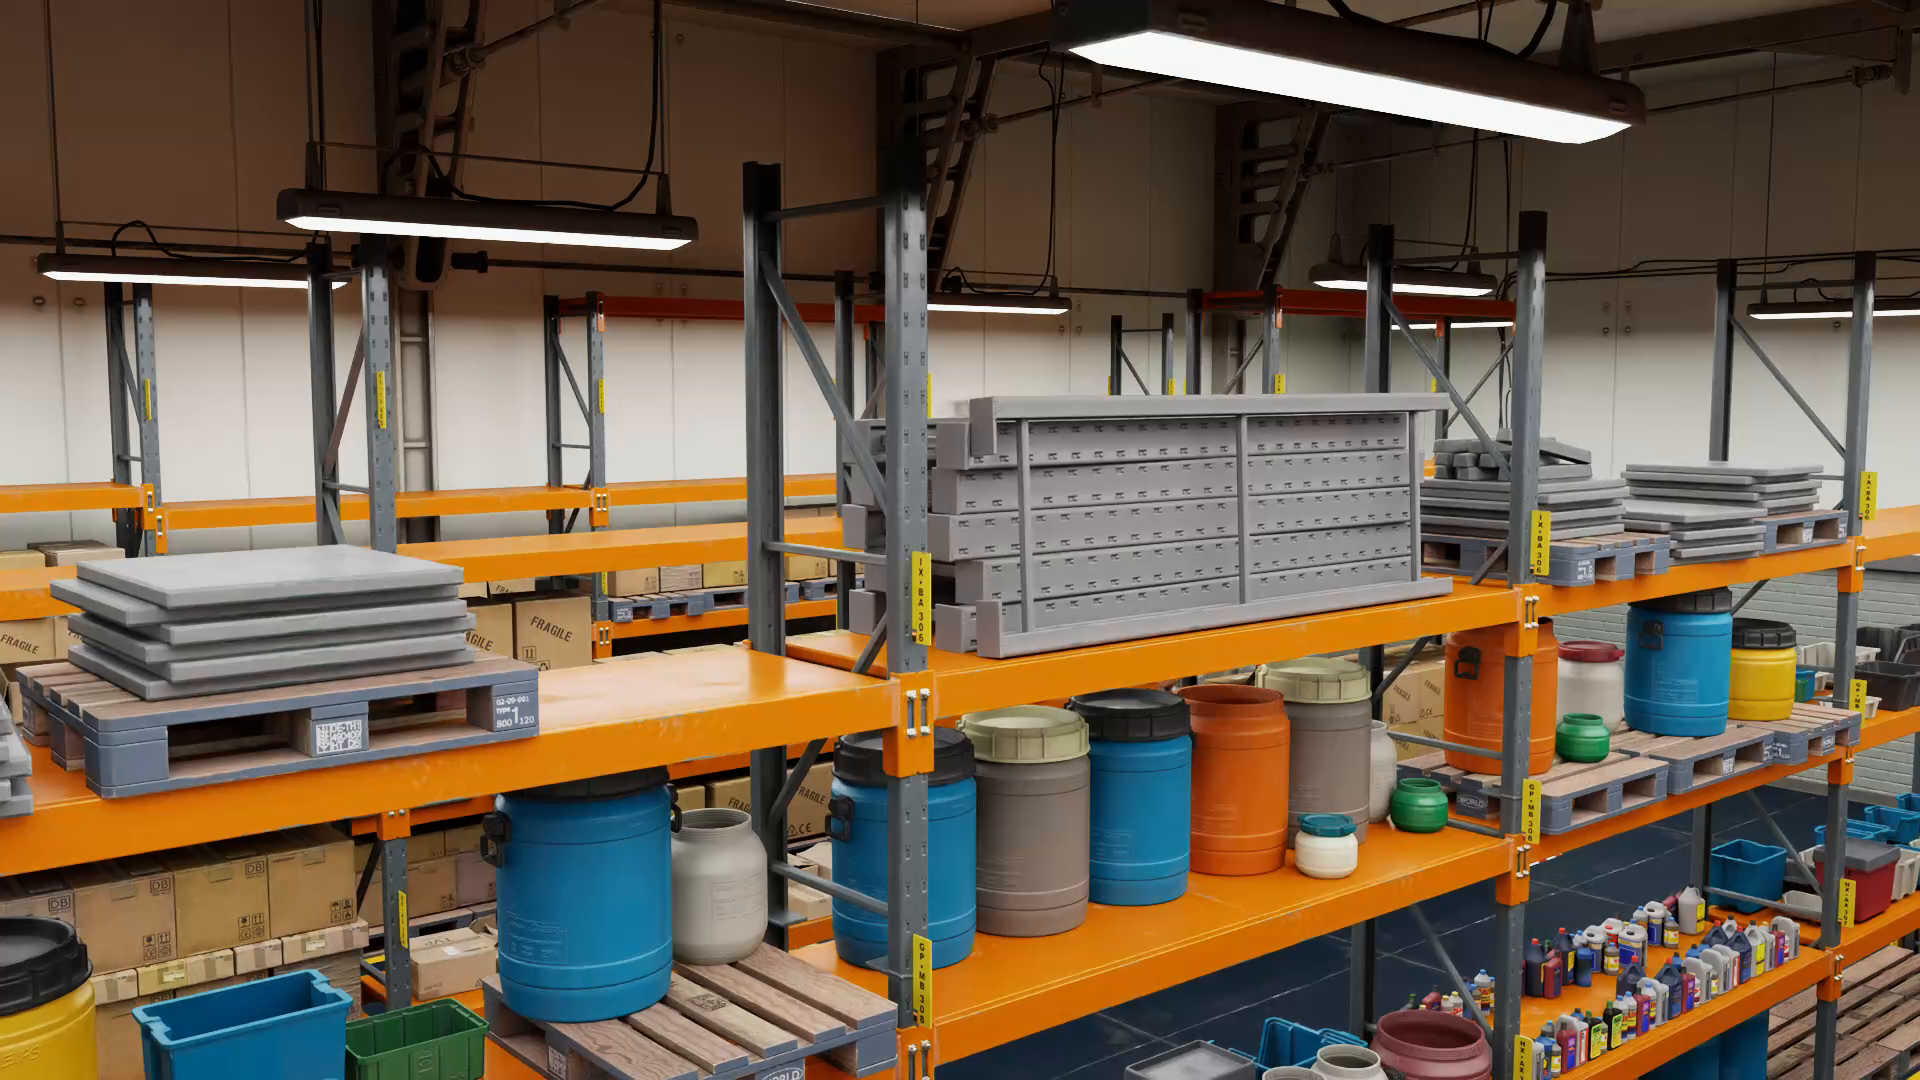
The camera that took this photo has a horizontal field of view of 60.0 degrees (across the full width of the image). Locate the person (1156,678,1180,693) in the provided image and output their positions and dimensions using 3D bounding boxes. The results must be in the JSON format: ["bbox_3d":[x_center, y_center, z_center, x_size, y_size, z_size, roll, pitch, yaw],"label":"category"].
[{"bbox_3d":[2.498,2.382,19.769,0.631,1.833,0.848,5,7,42],"label":"person"}]
